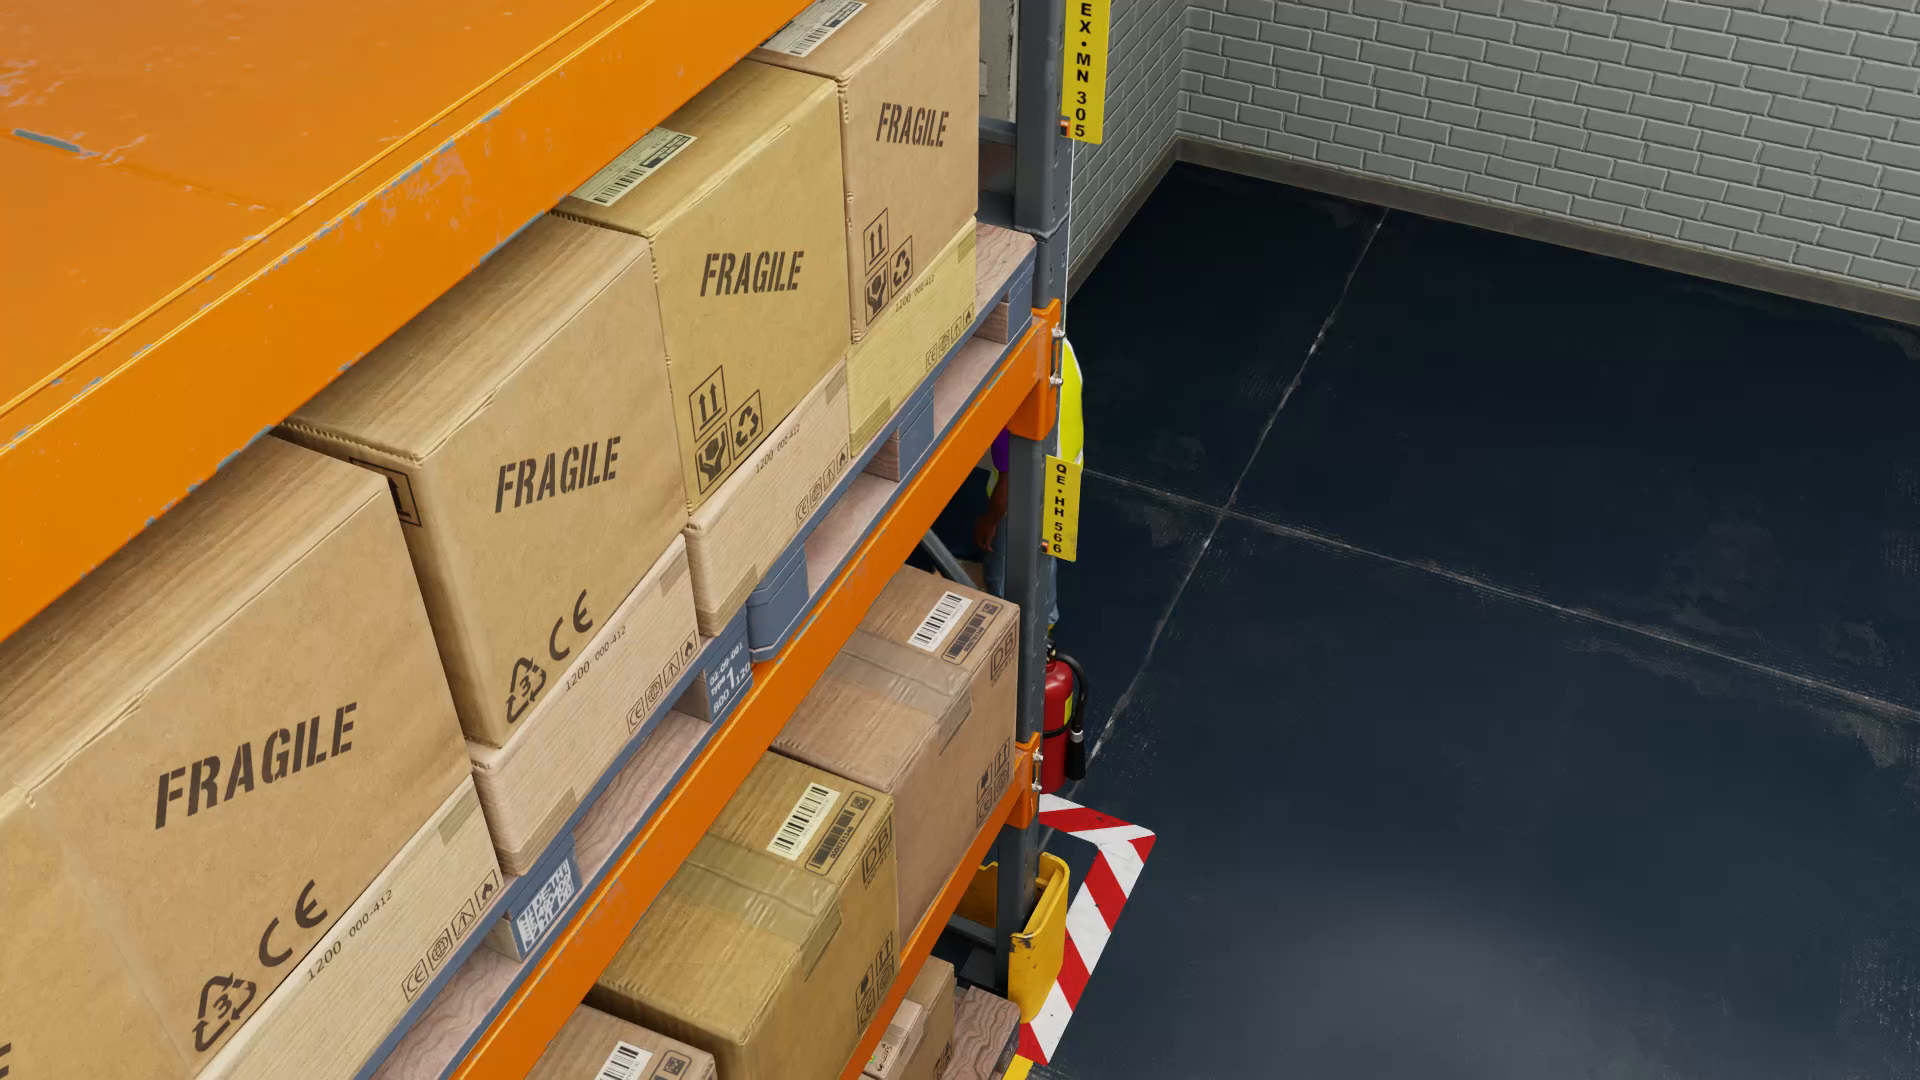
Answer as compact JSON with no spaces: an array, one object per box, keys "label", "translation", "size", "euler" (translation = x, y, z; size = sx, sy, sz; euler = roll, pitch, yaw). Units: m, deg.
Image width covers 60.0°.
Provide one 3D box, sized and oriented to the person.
[{"label":"person","translation":[0.232,-0.211,6.382],"size":[0.449,1.762,0.606],"euler":[16,44,17]}]
